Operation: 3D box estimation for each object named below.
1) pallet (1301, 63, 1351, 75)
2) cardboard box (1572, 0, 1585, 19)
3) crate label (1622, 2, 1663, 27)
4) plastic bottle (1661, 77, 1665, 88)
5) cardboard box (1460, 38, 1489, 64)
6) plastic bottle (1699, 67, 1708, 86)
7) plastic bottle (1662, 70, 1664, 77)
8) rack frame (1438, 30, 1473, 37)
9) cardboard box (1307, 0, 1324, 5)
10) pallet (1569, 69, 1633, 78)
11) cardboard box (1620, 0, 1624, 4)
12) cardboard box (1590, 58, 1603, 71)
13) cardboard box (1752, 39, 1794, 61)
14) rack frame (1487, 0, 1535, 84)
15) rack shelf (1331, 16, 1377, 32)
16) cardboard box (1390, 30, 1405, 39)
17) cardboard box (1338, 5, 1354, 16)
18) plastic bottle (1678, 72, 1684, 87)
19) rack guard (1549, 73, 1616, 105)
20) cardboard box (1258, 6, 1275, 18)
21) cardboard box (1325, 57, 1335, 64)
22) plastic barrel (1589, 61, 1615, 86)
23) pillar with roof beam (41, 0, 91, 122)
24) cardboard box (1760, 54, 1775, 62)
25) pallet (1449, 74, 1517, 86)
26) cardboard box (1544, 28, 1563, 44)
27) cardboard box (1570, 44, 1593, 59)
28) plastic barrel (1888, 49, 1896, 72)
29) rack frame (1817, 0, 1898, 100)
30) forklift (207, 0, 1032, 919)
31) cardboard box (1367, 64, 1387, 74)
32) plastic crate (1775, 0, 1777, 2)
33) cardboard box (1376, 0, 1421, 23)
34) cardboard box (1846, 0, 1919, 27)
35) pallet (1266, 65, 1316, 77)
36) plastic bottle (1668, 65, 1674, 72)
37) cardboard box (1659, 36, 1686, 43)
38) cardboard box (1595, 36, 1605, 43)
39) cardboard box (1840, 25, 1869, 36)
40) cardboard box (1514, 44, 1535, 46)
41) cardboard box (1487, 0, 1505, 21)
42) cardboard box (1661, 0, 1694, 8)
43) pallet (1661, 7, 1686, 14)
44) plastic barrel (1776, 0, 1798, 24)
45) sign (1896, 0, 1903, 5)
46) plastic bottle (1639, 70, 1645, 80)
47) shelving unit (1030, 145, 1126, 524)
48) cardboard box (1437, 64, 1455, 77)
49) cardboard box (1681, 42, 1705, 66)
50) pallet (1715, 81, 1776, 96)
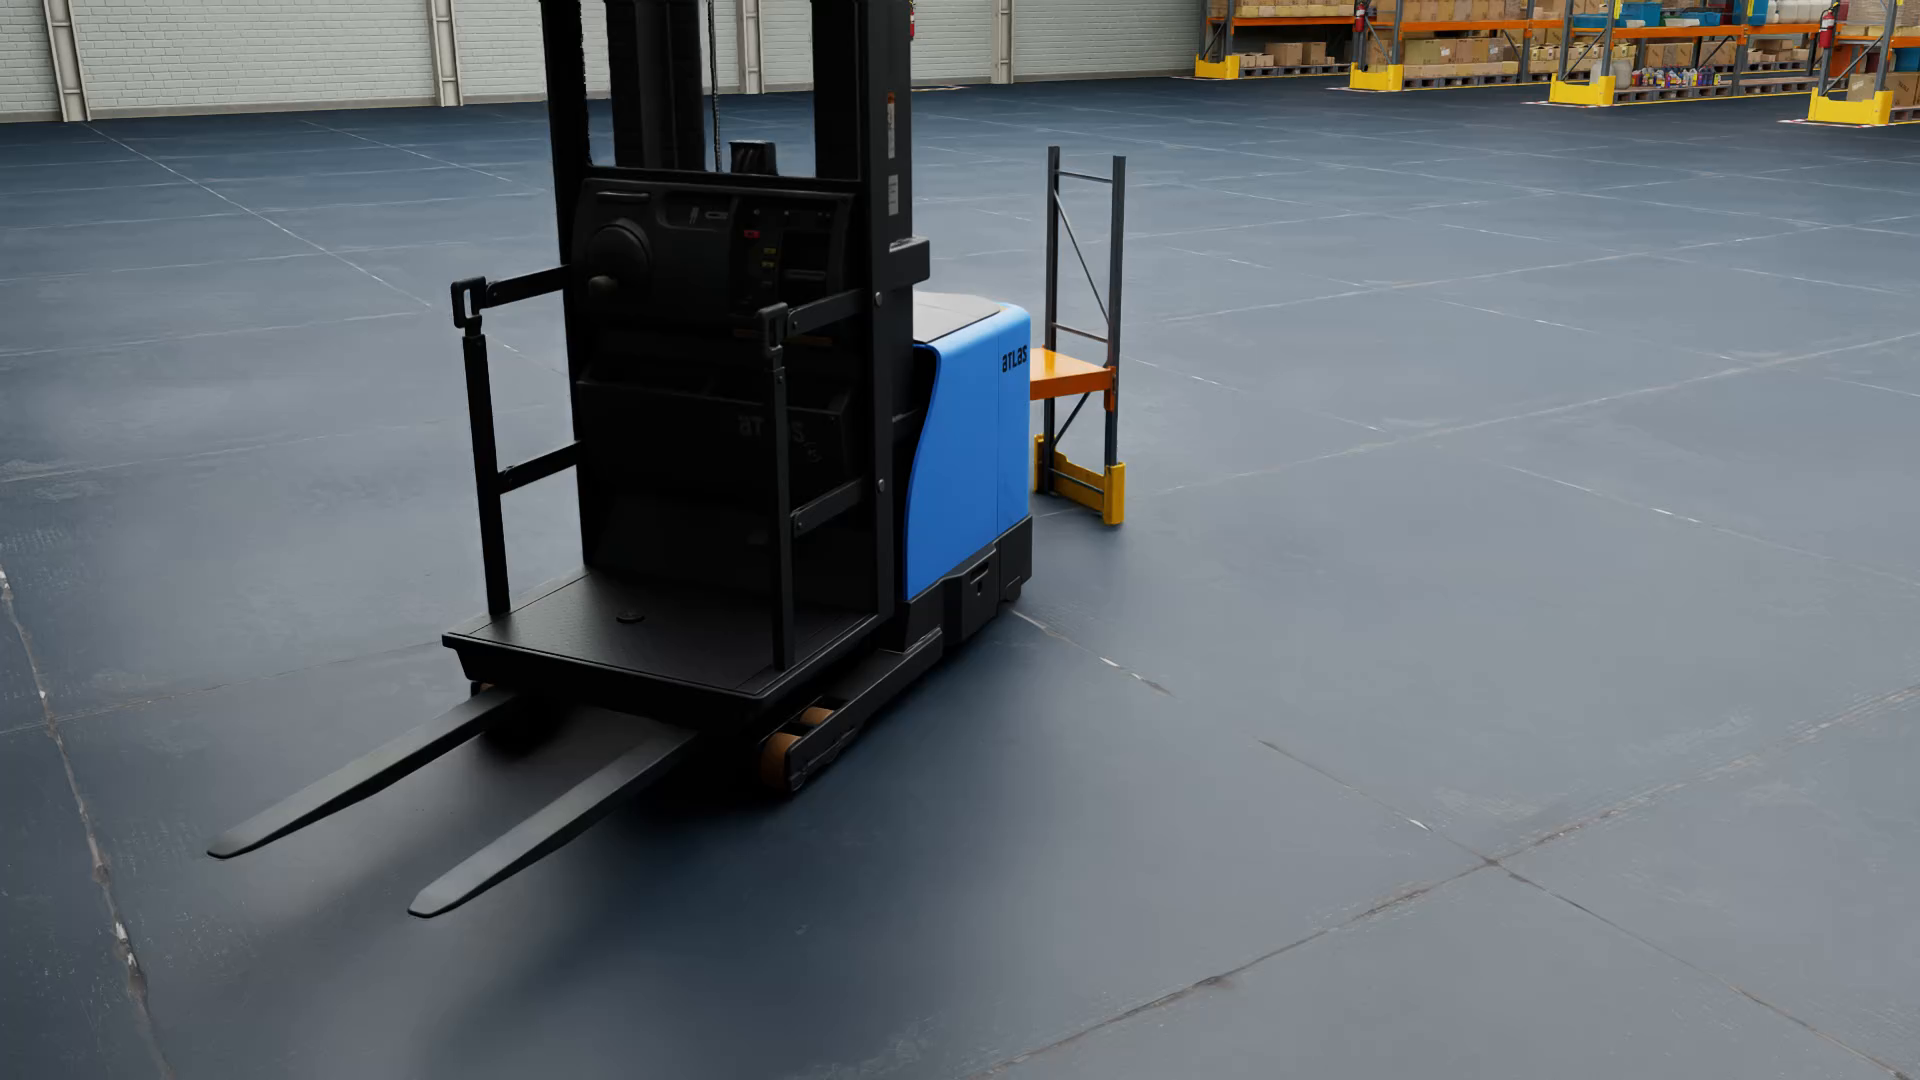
[{"bbox_3d":[8.607,-11.257,39.712,1.213,0.211,1.003,-12,22,-31],"label":"pallet"},{"bbox_3d":[13.385,-11.740,36.632,0.500,0.500,0.500,-12,22,-31],"label":"cardboard box"},{"bbox_3d":[12.645,-9.764,30.888,0.616,0.435,0.502,-12,22,-31],"label":"crate label"},{"bbox_3d":[13.029,-8.488,30.850,0.097,0.201,0.097,0,19,0],"label":"plastic bottle"},{"bbox_3d":[10.770,-10.318,35.049,0.500,0.500,0.500,-12,22,-31],"label":"cardboard box"},{"bbox_3d":[14.058,-8.785,31.495,0.185,0.351,0.144,-13,23,-34],"label":"plastic bottle"},{"bbox_3d":[13.435,-8.871,31.874,0.097,0.271,0.097,0,19,0],"label":"plastic bottle"},{"bbox_3d":[12.490,-13.410,41.727,0.127,3.000,1.000,-12,22,-31],"label":"rack frame"},{"bbox_3d":[8.084,-12.658,38.534,0.500,0.500,0.500,-13,22,-33],"label":"cardboard box"},{"bbox_3d":[14.508,-10.630,37.858,1.213,0.211,1.003,-12,22,-31],"label":"pallet"},{"bbox_3d":[17.507,-14.606,44.795,0.700,0.700,0.980,-13,23,-34],"label":"cardboard box"},{"bbox_3d":[14.062,-10.644,37.185,0.500,0.250,0.500,-11,22,-30],"label":"cardboard box"},{"bbox_3d":[20.124,-12.148,41.206,0.637,0.503,0.797,-12,22,-31],"label":"cardboard box"},{"bbox_3d":[11.876,-11.381,35.725,0.127,3.000,1.000,-12,22,-31],"label":"rack frame"},{"bbox_3d":[10.819,-12.717,40.800,4.000,0.370,1.077,-12,22,-31],"label":"rack shelf"},{"bbox_3d":[10.553,-12.390,40.755,0.500,0.250,0.500,-13,22,-33],"label":"cardboard box"},{"bbox_3d":[8.920,-12.479,39.177,0.500,0.250,0.500,-12,22,-31],"label":"cardboard box"},{"bbox_3d":[13.481,-8.616,31.121,0.097,0.271,0.097,0,19,0],"label":"plastic bottle"},{"bbox_3d":[11.294,-8.193,30.198,0.348,0.500,1.175,-12,22,-31],"label":"rack guard"},{"bbox_3d":[6.816,-12.036,37.864,0.500,0.250,0.500,-13,22,-33],"label":"cardboard box"},{"bbox_3d":[8.718,-11.469,39.724,0.250,0.166,0.380,-16,24,-38],"label":"cardboard box"},{"bbox_3d":[11.764,-8.508,30.455,0.421,0.512,0.421,0,19,0],"label":"plastic barrel"},{"bbox_3d":[-11.760,-9.819,21.737,0.400,9.000,9.100,-12,22,-31],"label":"pillar with roof beam"},{"bbox_3d":[19.744,-11.827,40.783,0.250,0.166,0.380,-12,22,-31],"label":"cardboard box"},{"bbox_3d":[11.189,-9.931,35.791,1.213,0.211,1.003,-12,22,-31],"label":"pallet"},{"bbox_3d":[15.359,-13.146,43.646,0.750,0.750,0.750,-12,22,-31],"label":"cardboard box"},{"bbox_3d":[13.642,-10.820,36.829,0.500,0.311,0.500,-11,22,-30],"label":"cardboard box"},{"bbox_3d":[19.703,-10.193,35.441,0.421,0.512,0.421,0,19,0],"label":"plastic barrel"},{"bbox_3d":[13.981,-8.026,25.802,0.127,3.000,1.000,-12,22,-31],"label":"rack frame"},{"bbox_3d":[-0.819,-0.840,4.654,1.130,2.935,3.031,9,20,24],"label":"forklift"},{"bbox_3d":[8.821,-9.746,34.528,0.500,0.250,0.500,-12,22,-31],"label":"cardboard box"},{"bbox_3d":[16.420,-10.588,33.278,0.583,0.464,0.402,-12,22,-31],"label":"plastic crate"},{"bbox_3d":[8.933,-10.803,33.859,0.500,0.500,0.700,-12,22,-31],"label":"cardboard box"},{"bbox_3d":[14.455,-8.304,26.003,0.500,0.500,0.875,-12,22,-31],"label":"cardboard box"},{"bbox_3d":[7.587,-11.040,39.072,1.213,0.211,1.003,-12,22,-31],"label":"pallet"},{"bbox_3d":[13.695,-8.978,32.066,0.185,0.351,0.144,-11,22,-30],"label":"plastic bottle"},{"bbox_3d":[16.766,-11.885,39.261,0.500,0.250,0.500,-12,22,-32],"label":"cardboard box"},{"bbox_3d":[16.933,-13.321,44.712,0.500,0.500,0.700,-12,22,-32],"label":"cardboard box"},{"bbox_3d":[14.105,-8.012,26.154,0.250,0.149,0.380,-12,22,-31],"label":"cardboard box"},{"bbox_3d":[12.488,-10.784,36.723,0.500,0.311,0.500,-11,22,-30],"label":"cardboard box"},{"bbox_3d":[11.072,-11.254,35.193,0.500,0.500,0.700,-12,22,-32],"label":"cardboard box"},{"bbox_3d":[16.550,-12.583,38.469,0.500,0.500,0.700,-8,20,-21],"label":"cardboard box"},{"bbox_3d":[16.839,-12.338,38.857,1.213,0.211,1.003,-12,22,-31],"label":"pallet"},{"bbox_3d":[16.130,-10.359,32.490,0.433,0.535,0.433,0,19,0],"label":"plastic barrel"},{"bbox_3d":[14.279,-8.291,25.234,0.005,0.325,0.100,-12,22,-31],"label":"sign"},{"bbox_3d":[12.891,-8.771,31.572,0.135,0.276,0.152,-13,22,-33],"label":"plastic bottle"},{"bbox_3d":[0.081,-0.778,6.704,1.083,1.500,0.587,-11,22,-29],"label":"shelving unit"},{"bbox_3d":[9.939,-9.785,34.642,0.500,0.250,0.500,-12,22,-31],"label":"cardboard box"},{"bbox_3d":[17.043,-11.388,38.961,0.500,0.500,0.500,-13,23,-33],"label":"cardboard box"},{"bbox_3d":[15.232,-8.883,32.691,1.213,0.211,1.003,-12,22,-31],"label":"pallet"}]
